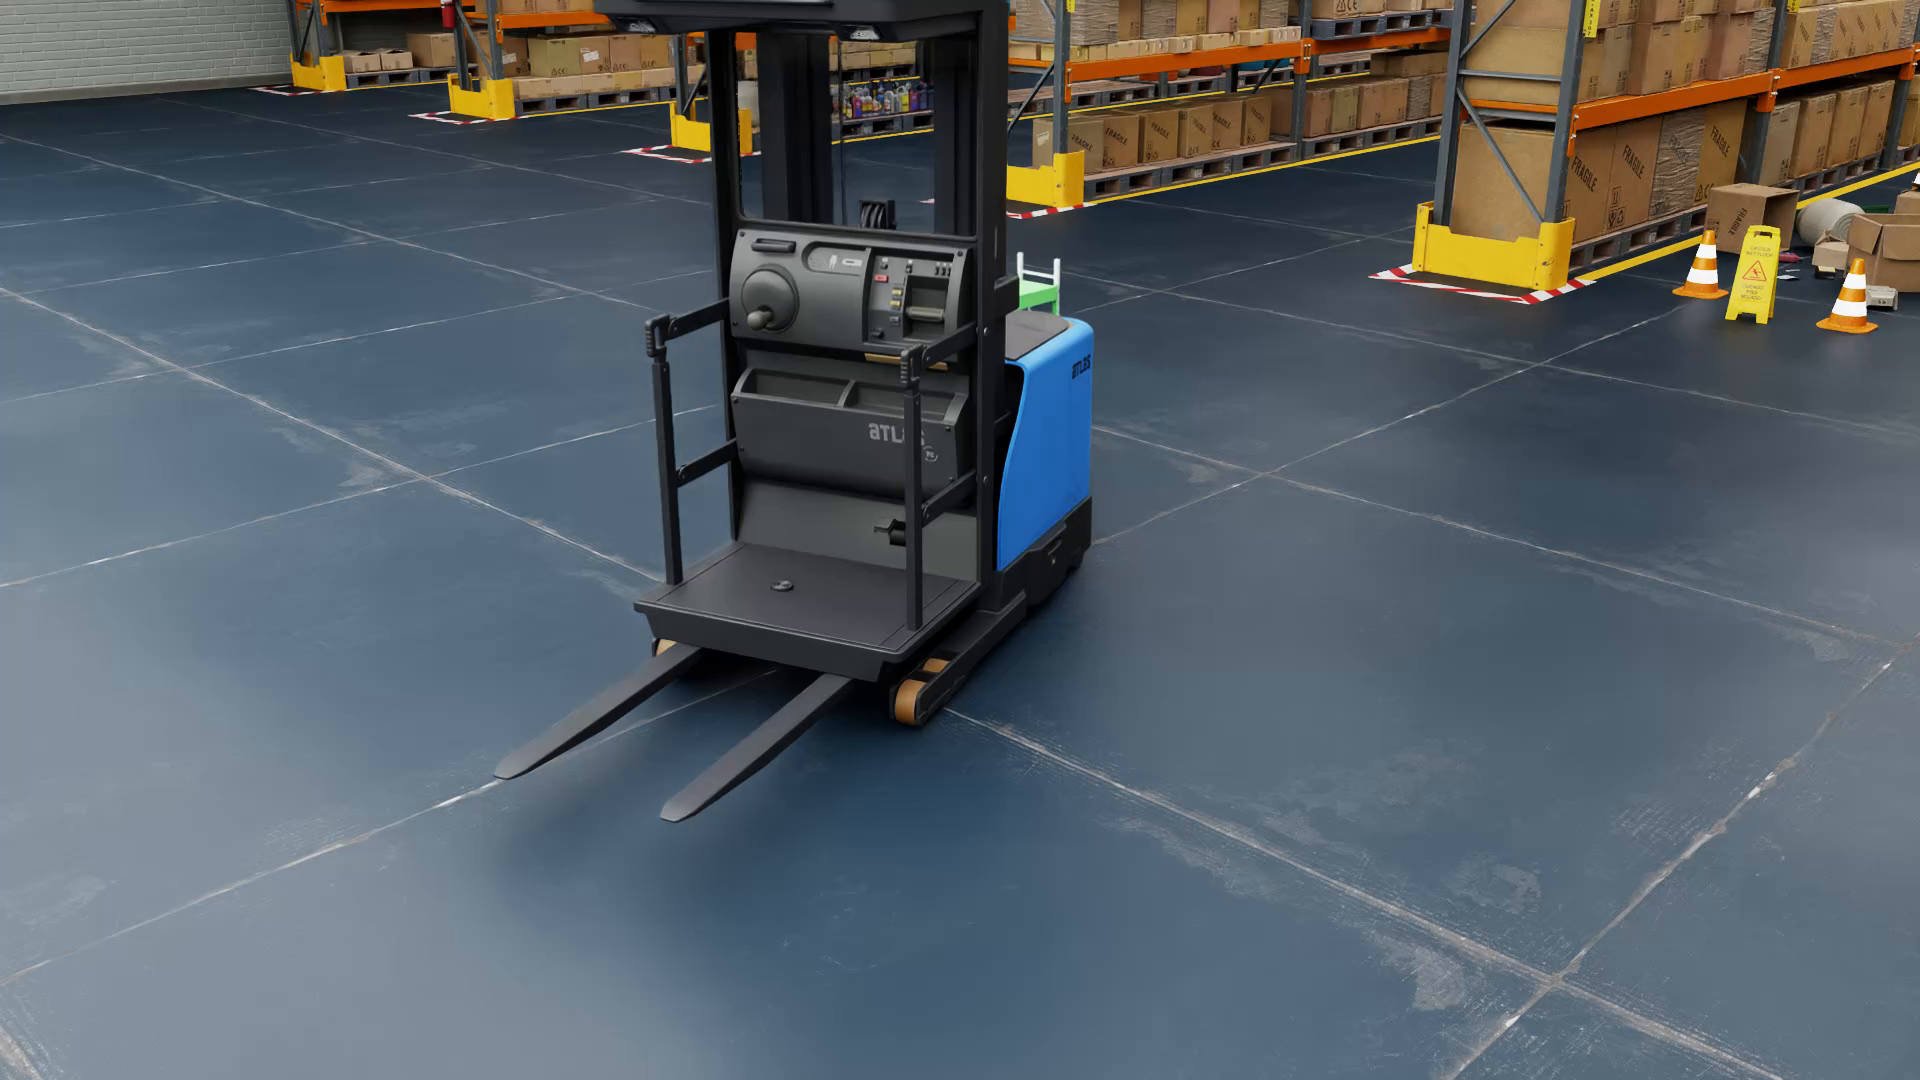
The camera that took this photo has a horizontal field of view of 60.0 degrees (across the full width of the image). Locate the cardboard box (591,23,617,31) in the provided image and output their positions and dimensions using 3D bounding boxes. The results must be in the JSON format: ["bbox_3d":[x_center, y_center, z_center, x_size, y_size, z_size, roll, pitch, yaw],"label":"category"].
[{"bbox_3d":[-6.411,-8.840,29.263,0.700,0.500,0.500,19,28,40],"label":"cardboard box"}]

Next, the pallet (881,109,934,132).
[{"bbox_3d":[-0.637,-5.519,21.639,1.003,0.211,1.213,19,28,41],"label":"pallet"}]

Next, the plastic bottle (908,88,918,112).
[{"bbox_3d":[-0.599,-5.581,21.086,0.133,0.283,0.061,-18,27,-39],"label":"plastic bottle"}]

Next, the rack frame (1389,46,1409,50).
[{"bbox_3d":[8.232,-10.067,29.586,1.000,3.000,0.127,19,28,41],"label":"rack frame"}]

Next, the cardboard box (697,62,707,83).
[{"bbox_3d":[-3.852,-6.962,24.754,0.500,0.250,0.500,19,28,41],"label":"cardboard box"}]

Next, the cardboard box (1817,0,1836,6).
[{"bbox_3d":[7.945,-5.381,15.860,0.700,0.500,0.500,20,28,41],"label":"cardboard box"}]

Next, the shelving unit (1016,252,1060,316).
[{"bbox_3d":[0.196,-0.675,7.658,0.258,1.200,0.503,18,27,39],"label":"shelving unit"}]

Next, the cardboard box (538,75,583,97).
[{"bbox_3d":[-5.596,-6.319,23.082,0.500,0.250,0.500,19,28,41],"label":"cardboard box"}]

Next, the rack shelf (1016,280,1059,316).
[{"bbox_3d":[0.196,-1.063,7.509,0.258,0.148,0.480,18,27,39],"label":"rack shelf"}]

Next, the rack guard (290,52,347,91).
[{"bbox_3d":[-9.975,-7.287,25.836,1.175,0.500,0.348,19,28,41],"label":"rack guard"}]

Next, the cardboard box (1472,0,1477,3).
[{"bbox_3d":[6.734,-6.875,21.141,0.500,0.500,0.500,-19,28,-40],"label":"cardboard box"}]

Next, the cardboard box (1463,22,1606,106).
[{"bbox_3d":[4.329,-3.624,12.614,0.875,0.550,0.550,19,28,41],"label":"cardboard box"}]

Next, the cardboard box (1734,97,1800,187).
[{"bbox_3d":[7.261,-3.804,15.840,1.050,0.750,0.750,19,28,40],"label":"cardboard box"}]

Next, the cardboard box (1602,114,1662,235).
[{"bbox_3d":[5.141,-3.069,13.755,0.875,0.875,0.875,19,28,40],"label":"cardboard box"}]

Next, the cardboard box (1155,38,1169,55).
[{"bbox_3d":[1.856,-4.934,16.581,0.380,0.149,0.250,19,28,41],"label":"cardboard box"}]

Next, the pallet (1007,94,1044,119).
[{"bbox_3d":[0.381,-5.893,22.612,1.003,0.211,1.213,19,28,41],"label":"pallet"}]

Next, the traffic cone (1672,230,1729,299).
[{"bbox_3d":[5.490,-2.045,12.249,0.336,0.463,0.334,19,28,41],"label":"traffic cone"}]

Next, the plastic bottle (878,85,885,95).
[{"bbox_3d":[-1.014,-5.743,21.526,0.097,0.271,0.097,0,21,0],"label":"plastic bottle"}]

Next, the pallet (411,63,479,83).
[{"bbox_3d":[-8.532,-7.664,27.220,1.003,0.211,1.213,19,28,41],"label":"pallet"}]

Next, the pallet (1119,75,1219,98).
[{"bbox_3d":[3.172,-6.922,25.291,1.003,0.211,1.213,19,28,41],"label":"pallet"}]

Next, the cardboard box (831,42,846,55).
[{"bbox_3d":[-2.147,-7.837,26.249,0.500,0.311,0.500,-19,28,-41],"label":"cardboard box"}]

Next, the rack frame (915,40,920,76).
[{"bbox_3d":[-0.895,-9.252,27.464,1.000,3.000,0.127,19,28,41],"label":"rack frame"}]

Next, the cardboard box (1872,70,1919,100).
[{"bbox_3d":[10.338,-5.000,18.256,0.500,0.250,0.500,18,27,38],"label":"cardboard box"}]

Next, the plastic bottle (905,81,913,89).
[{"bbox_3d":[-0.675,-5.942,22.044,0.097,0.271,0.097,0,21,0],"label":"plastic bottle"}]

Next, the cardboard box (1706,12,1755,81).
[{"bbox_3d":[6.277,-4.301,14.374,0.875,0.550,0.550,19,28,41],"label":"cardboard box"}]

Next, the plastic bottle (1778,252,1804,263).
[{"bbox_3d":[6.657,-2.285,13.435,0.283,0.061,0.133,9,23,23],"label":"plastic bottle"}]

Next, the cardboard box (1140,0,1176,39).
[{"bbox_3d":[1.665,-5.311,16.658,0.875,0.500,0.500,19,28,41],"label":"cardboard box"}]

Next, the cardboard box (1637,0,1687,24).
[{"bbox_3d":[5.195,-4.382,13.079,0.875,0.550,0.550,19,28,41],"label":"cardboard box"}]

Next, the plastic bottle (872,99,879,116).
[{"bbox_3d":[-1.063,-5.381,20.681,0.097,0.201,0.097,0,21,0],"label":"plastic bottle"}]

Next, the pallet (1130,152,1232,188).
[{"bbox_3d":[2.115,-3.945,17.544,1.003,0.211,1.213,19,28,41],"label":"pallet"}]

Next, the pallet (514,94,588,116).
[{"bbox_3d":[-5.972,-6.101,23.153,1.003,0.211,1.213,19,28,41],"label":"pallet"}]

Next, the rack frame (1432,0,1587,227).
[{"bbox_3d":[4.102,-3.448,12.363,1.000,3.000,0.127,19,28,41],"label":"rack frame"}]

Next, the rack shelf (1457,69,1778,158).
[{"bbox_3d":[5.498,-3.626,13.830,1.077,0.370,4.000,19,28,41],"label":"rack shelf"}]

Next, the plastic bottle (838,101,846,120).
[{"bbox_3d":[-1.441,-5.274,20.306,0.097,0.271,0.097,0,21,0],"label":"plastic bottle"}]

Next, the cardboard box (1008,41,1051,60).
[{"bbox_3d":[0.670,-4.723,16.031,0.380,0.149,0.250,19,28,41],"label":"cardboard box"}]

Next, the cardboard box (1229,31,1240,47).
[{"bbox_3d":[2.708,-5.263,17.435,0.380,0.149,0.250,19,28,41],"label":"cardboard box"}]

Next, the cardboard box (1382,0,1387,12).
[{"bbox_3d":[4.553,-6.456,19.461,0.637,0.503,0.797,-17,27,-37],"label":"cardboard box"}]

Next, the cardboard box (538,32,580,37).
[{"bbox_3d":[-5.628,-6.931,23.628,0.500,0.500,0.500,19,28,41],"label":"cardboard box"}]

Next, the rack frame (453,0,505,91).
[{"bbox_3d":[-6.476,-7.195,22.114,1.000,3.000,0.127,19,28,41],"label":"rack frame"}]

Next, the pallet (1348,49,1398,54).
[{"bbox_3d":[7.629,-8.564,29.560,1.003,0.211,1.213,19,28,41],"label":"pallet"}]

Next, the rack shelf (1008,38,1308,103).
[{"bbox_3d":[2.014,-4.893,17.127,1.077,0.370,4.000,19,28,41],"label":"rack shelf"}]

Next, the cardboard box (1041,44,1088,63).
[{"bbox_3d":[0.989,-4.611,15.741,0.380,0.149,0.250,19,28,41],"label":"cardboard box"}]

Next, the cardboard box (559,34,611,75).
[{"bbox_3d":[-5.255,-6.801,23.289,0.500,0.500,0.500,19,28,41],"label":"cardboard box"}]

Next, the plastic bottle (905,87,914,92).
[{"bbox_3d":[-0.639,-5.660,21.304,0.152,0.276,0.135,19,28,41],"label":"plastic bottle"}]

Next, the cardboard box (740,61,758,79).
[{"bbox_3d":[-3.227,-7.178,25.315,0.500,0.250,0.500,18,28,39],"label":"cardboard box"}]

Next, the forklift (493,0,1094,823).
[{"bbox_3d":[-0.497,-0.886,5.794,1.130,2.935,3.031,9,23,23],"label":"forklift"}]

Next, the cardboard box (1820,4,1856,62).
[{"bbox_3d":[8.155,-4.848,15.868,0.500,0.500,0.500,19,28,40],"label":"cardboard box"}]

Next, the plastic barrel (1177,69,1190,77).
[{"bbox_3d":[3.310,-7.343,25.381,0.421,0.512,0.421,0,21,0],"label":"plastic barrel"}]

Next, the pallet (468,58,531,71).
[{"bbox_3d":[-7.680,-7.979,28.040,1.003,0.211,1.213,19,28,41],"label":"pallet"}]

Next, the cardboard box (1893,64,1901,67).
[{"bbox_3d":[10.683,-5.384,19.255,0.500,0.250,0.500,-19,28,-41],"label":"cardboard box"}]

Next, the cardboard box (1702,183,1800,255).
[{"bbox_3d":[6.545,-2.654,13.780,0.500,0.500,0.500,-14,25,-33],"label":"cardboard box"}]

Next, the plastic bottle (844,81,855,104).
[{"bbox_3d":[-1.428,-5.690,21.277,0.144,0.351,0.185,19,28,40],"label":"plastic bottle"}]

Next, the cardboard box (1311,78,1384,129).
[{"bbox_3d":[4.590,-5.196,19.783,0.700,0.500,0.500,16,26,36],"label":"cardboard box"}]

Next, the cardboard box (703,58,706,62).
[{"bbox_3d":[-3.604,-7.315,25.673,0.500,0.250,0.500,19,28,40],"label":"cardboard box"}]

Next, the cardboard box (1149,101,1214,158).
[{"bbox_3d":[2.331,-4.351,17.613,0.500,0.500,0.500,16,26,36],"label":"cardboard box"}]

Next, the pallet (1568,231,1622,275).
[{"bbox_3d":[4.604,-2.371,13.449,1.003,0.211,1.213,19,28,41],"label":"pallet"}]
